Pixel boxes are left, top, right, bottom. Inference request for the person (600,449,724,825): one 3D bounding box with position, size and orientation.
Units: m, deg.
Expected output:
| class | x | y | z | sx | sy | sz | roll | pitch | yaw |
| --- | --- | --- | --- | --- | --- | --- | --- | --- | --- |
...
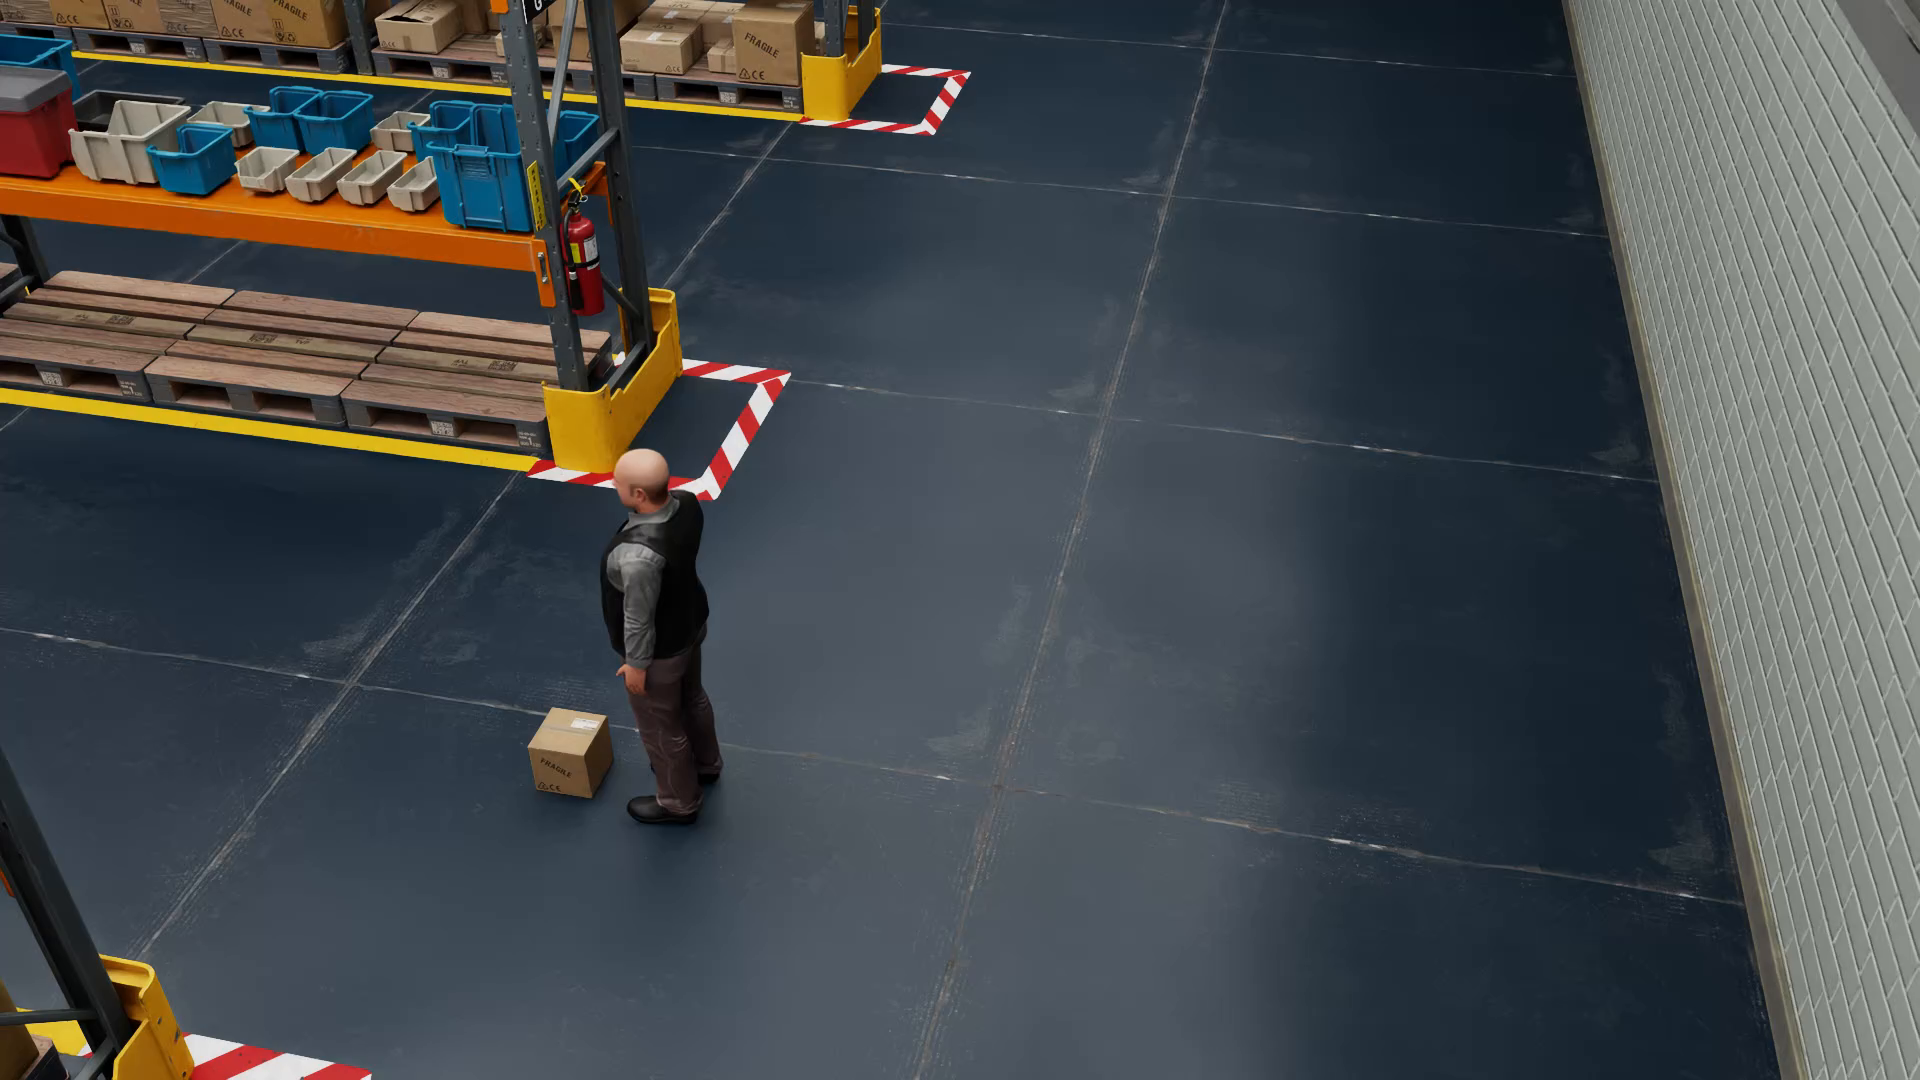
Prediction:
| class | x | y | z | sx | sy | sz | roll | pitch | yaw |
| --- | --- | --- | --- | --- | --- | --- | --- | --- | --- |
| person | -1.172 | 0.378 | 6.473 | 0.357 | 1.722 | 0.531 | 8 | 37 | 11 |
